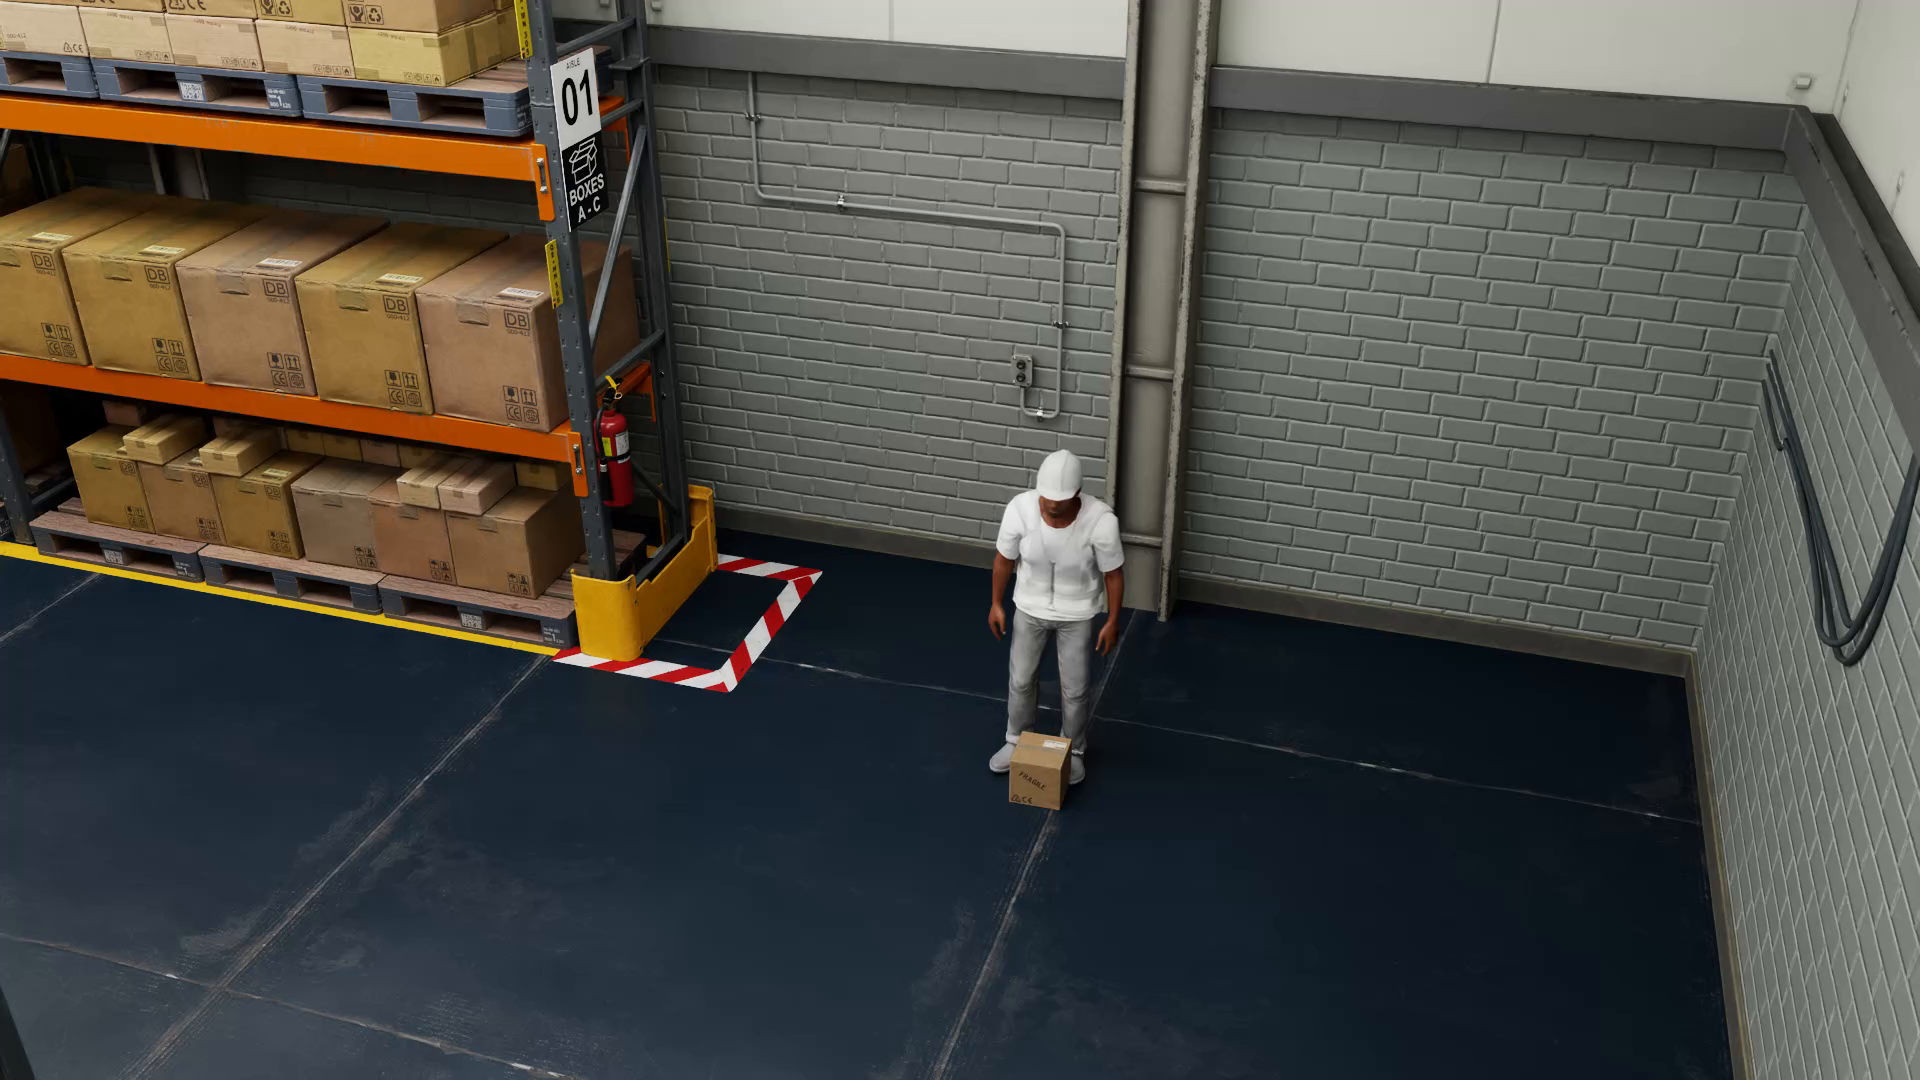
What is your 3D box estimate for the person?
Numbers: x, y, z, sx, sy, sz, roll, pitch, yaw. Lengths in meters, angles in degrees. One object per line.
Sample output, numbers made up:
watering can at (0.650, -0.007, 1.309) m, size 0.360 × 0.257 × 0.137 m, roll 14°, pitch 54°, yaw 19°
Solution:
person at (0.446, 0.043, 7.689) m, size 0.633 × 1.059 × 0.463 m, roll 8°, pitch 30°, yaw 14°
